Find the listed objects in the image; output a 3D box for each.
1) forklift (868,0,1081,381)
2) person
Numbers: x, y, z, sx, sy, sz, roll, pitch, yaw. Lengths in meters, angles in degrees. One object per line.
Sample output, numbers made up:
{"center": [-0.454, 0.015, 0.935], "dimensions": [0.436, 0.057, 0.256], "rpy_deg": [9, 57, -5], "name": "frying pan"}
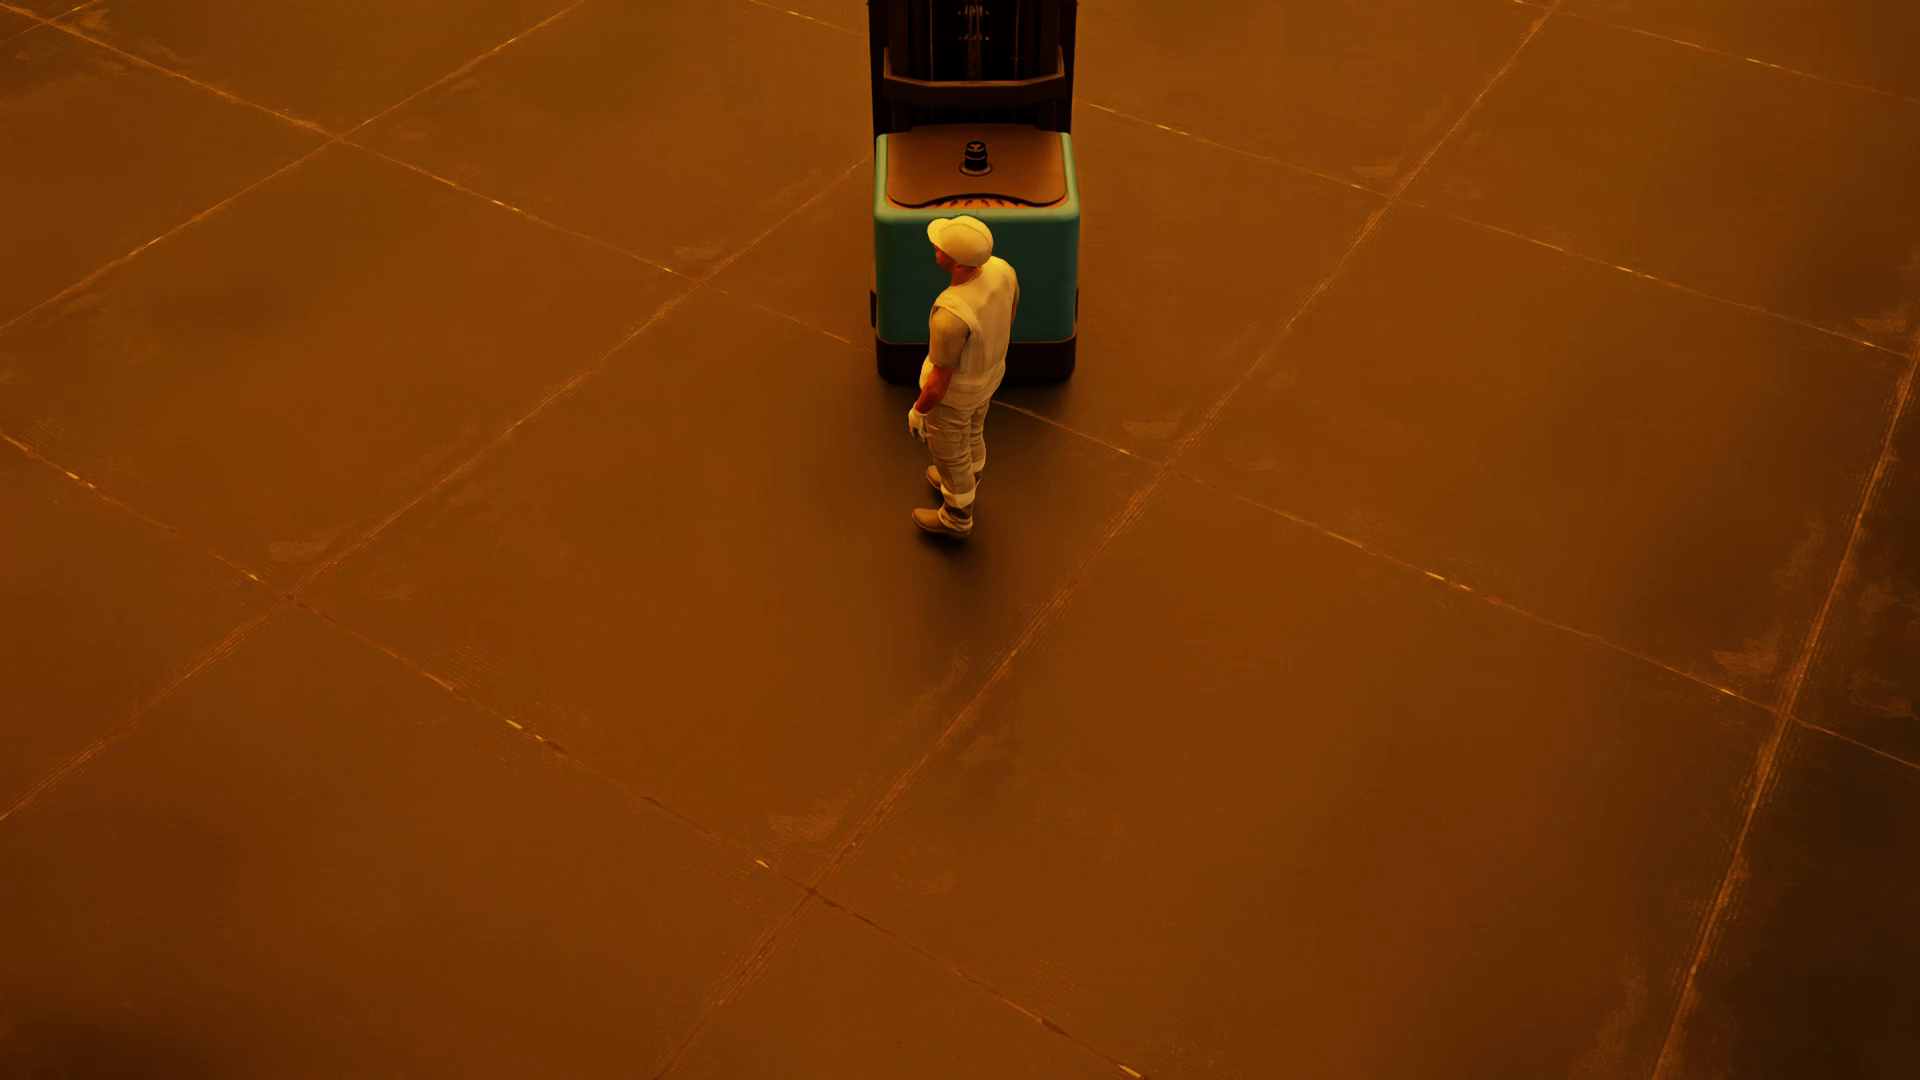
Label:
{"center": [0.060, -2.897, 8.904], "dimensions": [1.130, 2.935, 3.031], "rpy_deg": [-1, 43, -1], "name": "forklift"}
{"center": [-0.060, -0.721, 7.369], "dimensions": [0.564, 1.787, 0.637], "rpy_deg": [24, 48, 23], "name": "person"}
